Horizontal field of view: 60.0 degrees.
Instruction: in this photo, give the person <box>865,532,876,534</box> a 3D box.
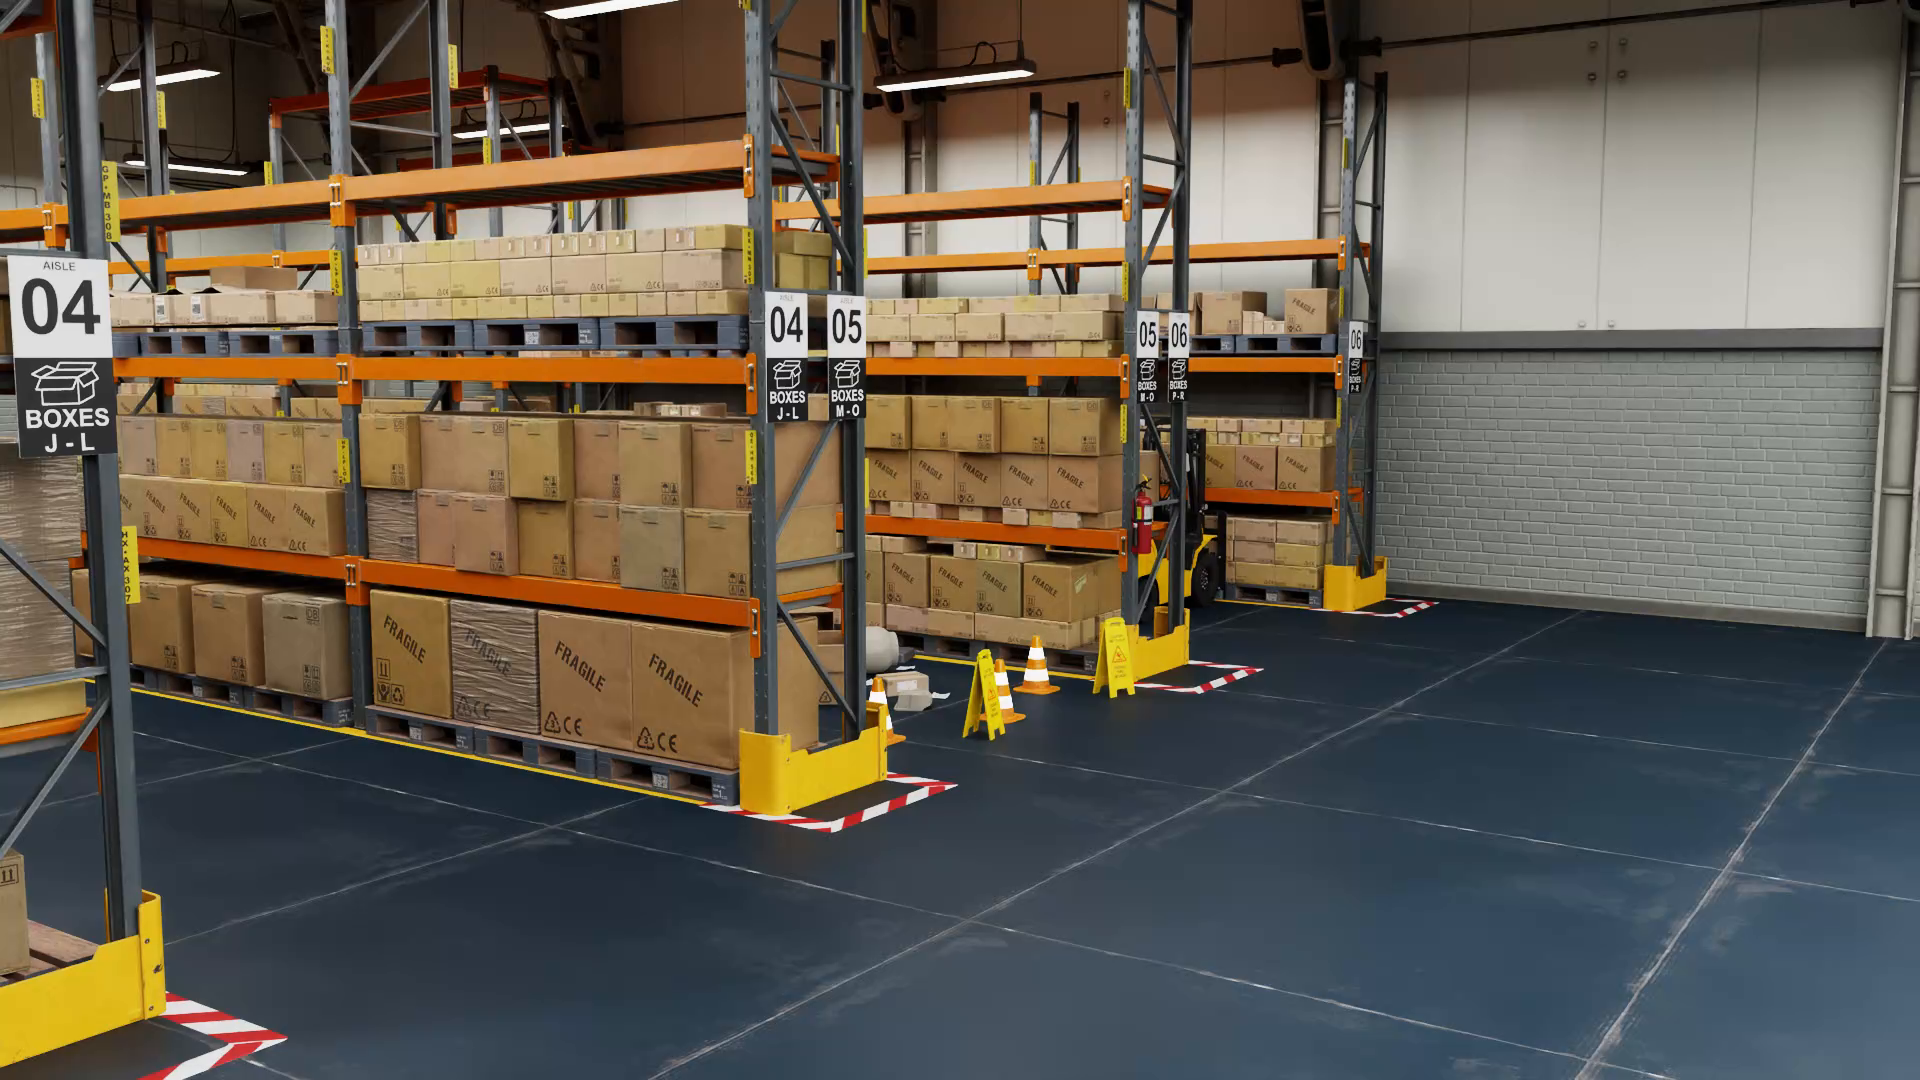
[{"bbox_3d":[-1.081,-0.104,18.539,0.655,1.721,0.589,2,6,16],"label":"person"}]
